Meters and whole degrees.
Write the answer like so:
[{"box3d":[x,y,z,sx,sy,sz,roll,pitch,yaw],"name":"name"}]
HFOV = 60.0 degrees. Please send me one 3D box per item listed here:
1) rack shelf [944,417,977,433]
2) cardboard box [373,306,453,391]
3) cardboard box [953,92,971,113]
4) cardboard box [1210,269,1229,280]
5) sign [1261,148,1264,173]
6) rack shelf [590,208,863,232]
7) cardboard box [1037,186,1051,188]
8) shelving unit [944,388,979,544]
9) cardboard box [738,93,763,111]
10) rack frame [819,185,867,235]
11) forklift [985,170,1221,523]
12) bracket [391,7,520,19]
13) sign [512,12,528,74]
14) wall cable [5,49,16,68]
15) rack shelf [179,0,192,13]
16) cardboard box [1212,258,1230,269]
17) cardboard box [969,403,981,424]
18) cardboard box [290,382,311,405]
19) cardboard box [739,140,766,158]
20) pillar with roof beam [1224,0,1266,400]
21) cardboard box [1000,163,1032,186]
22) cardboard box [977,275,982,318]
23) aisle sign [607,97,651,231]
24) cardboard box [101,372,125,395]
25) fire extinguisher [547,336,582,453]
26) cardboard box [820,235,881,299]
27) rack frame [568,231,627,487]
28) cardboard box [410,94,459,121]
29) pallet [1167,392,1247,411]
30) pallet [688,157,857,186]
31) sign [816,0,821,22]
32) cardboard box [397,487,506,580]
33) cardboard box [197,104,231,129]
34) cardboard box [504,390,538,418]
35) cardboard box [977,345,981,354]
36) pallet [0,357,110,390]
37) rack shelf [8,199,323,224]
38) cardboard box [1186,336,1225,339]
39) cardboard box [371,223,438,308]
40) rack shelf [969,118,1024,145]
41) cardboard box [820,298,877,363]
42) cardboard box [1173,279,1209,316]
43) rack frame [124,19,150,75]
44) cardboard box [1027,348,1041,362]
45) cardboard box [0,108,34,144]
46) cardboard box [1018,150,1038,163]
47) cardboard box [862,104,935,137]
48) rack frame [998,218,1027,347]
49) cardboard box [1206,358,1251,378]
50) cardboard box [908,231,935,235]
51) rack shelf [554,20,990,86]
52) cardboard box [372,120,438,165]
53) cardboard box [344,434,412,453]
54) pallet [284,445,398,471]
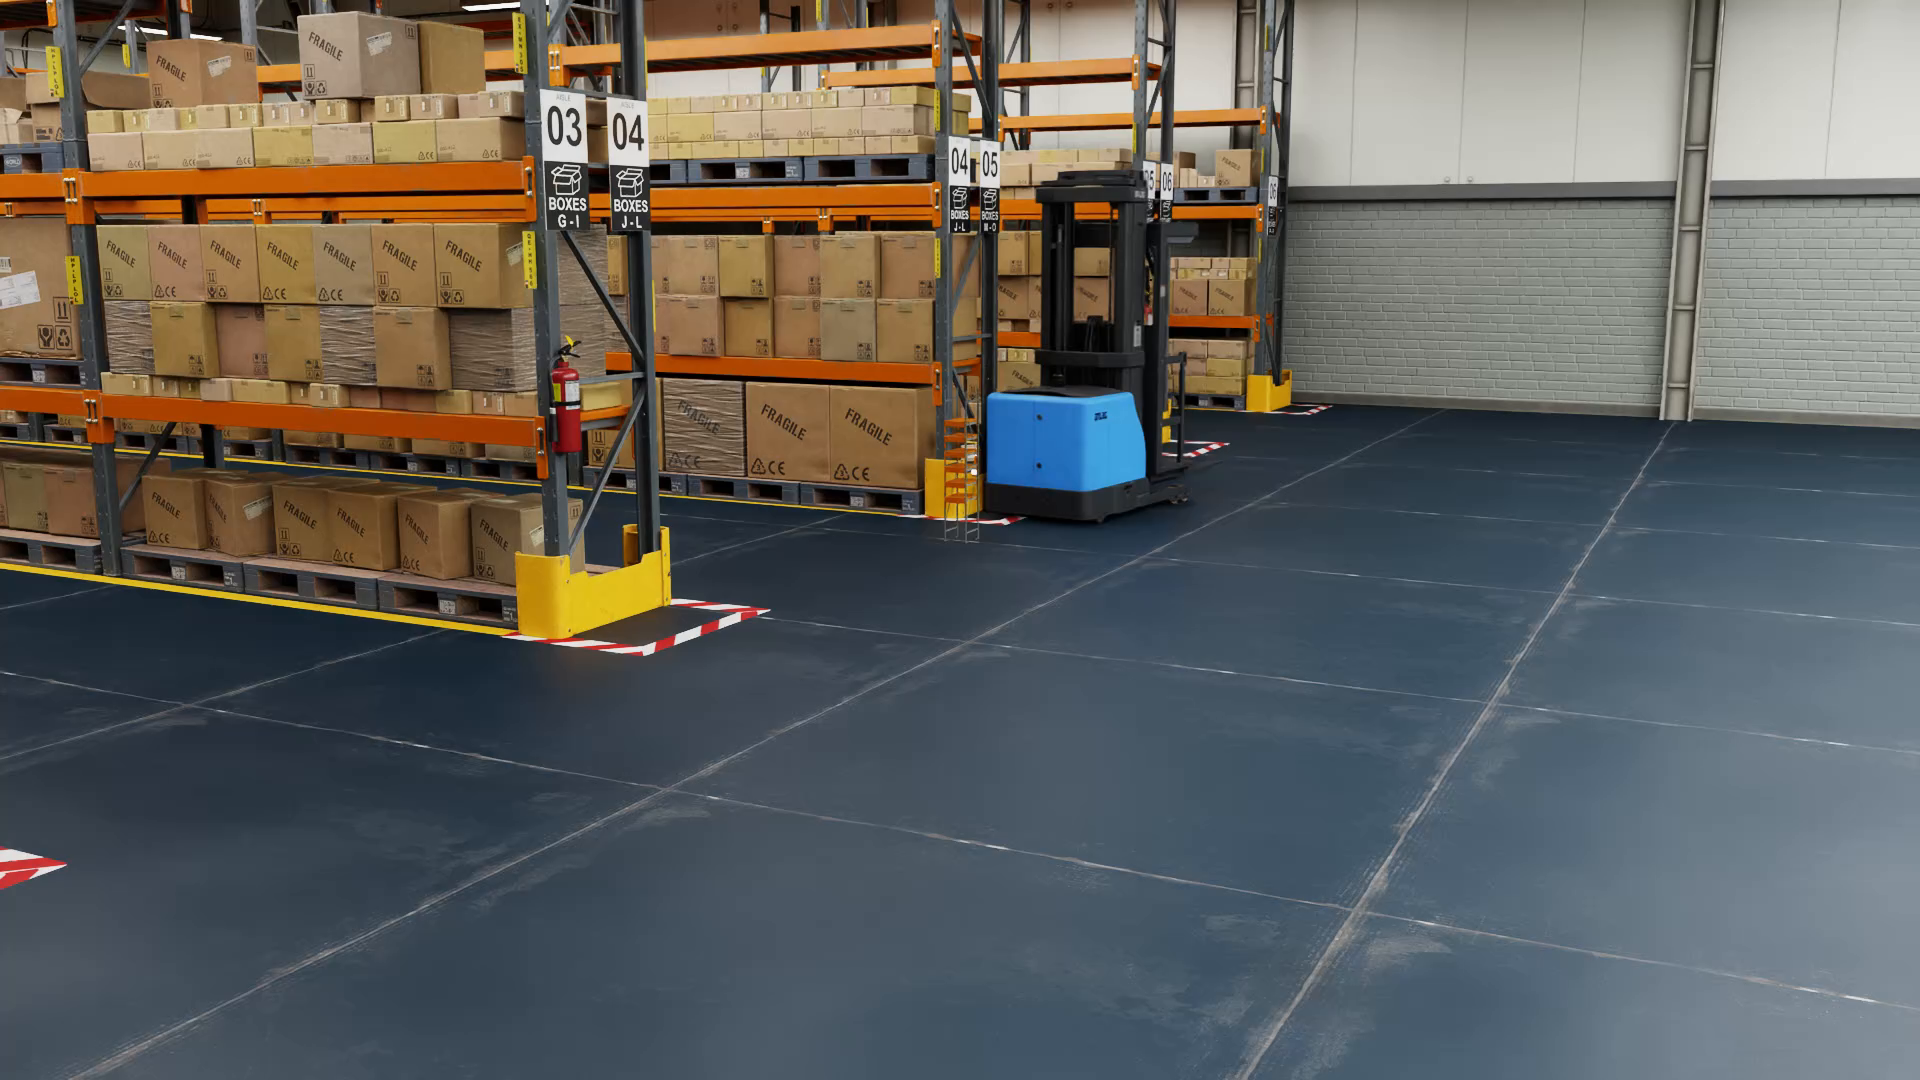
[{"box3d":[0.013,-0.900,13.061,0.180,0.103,0.258,5,11,26],"name":"rack shelf"},{"box3d":[-3.202,-1.242,10.553,0.500,0.500,0.875,5,11,26],"name":"cardboard box"},{"box3d":[-0.093,-3.840,14.610,0.250,0.149,0.380,5,11,26],"name":"cardboard box"},{"box3d":[3.681,-3.720,23.262,0.250,0.149,0.380,5,12,27],"name":"cardboard box"},{"box3d":[4.106,-5.141,22.528,0.005,0.325,0.100,5,11,26],"name":"sign"},{"box3d":[-3.215,-4.156,21.367,4.000,0.370,1.077,5,11,26],"name":"rack shelf"},{"box3d":[1.063,-3.968,19.016,0.250,0.149,0.380,5,11,26],"name":"cardboard box"},{"box3d":[0.013,-0.589,13.117,0.189,1.200,0.258,5,11,26],"name":"shelving unit"},{"box3d":[-1.754,-3.856,14.695,0.250,0.149,0.380,5,11,26],"name":"cardboard box"},{"box3d":[-1.422,-2.876,20.699,0.127,3.000,1.000,5,11,26],"name":"rack frame"},{"box3d":[1.441,-1.801,14.952,1.130,2.935,3.031,7,12,33],"name":"forklift"},{"box3d":[-9.469,-9.401,29.797,4.783,0.066,0.076,5,11,26],"name":"bracket"},{"box3d":[-2.483,-2.803,9.386,0.005,0.325,0.100,5,11,26],"name":"sign"},{"box3d":[-17.074,-7.297,28.280,0.029,3.000,2.355,5,11,26],"name":"wall cable"},{"box3d":[-4.013,-3.732,10.613,4.000,0.370,1.077,5,11,26],"name":"rack shelf"},{"box3d":[3.709,-3.878,23.296,0.250,0.149,0.380,5,11,26],"name":"cardboard box"},{"box3d":[0.388,-1.518,19.735,0.500,0.250,0.500,5,11,24],"name":"cardboard box"},{"box3d":[-4.152,-0.976,10.907,0.250,0.149,0.380,5,11,26],"name":"cardboard box"},{"box3d":[-1.750,-3.463,14.765,0.250,0.149,0.380,5,11,27],"name":"cardboard box"},{"box3d":[2.228,-5.817,20.105,0.400,9.000,9.100,5,11,26],"name":"pillar with roof beam"},{"box3d":[0.669,-4.187,19.104,0.500,0.250,0.500,5,12,27],"name":"cardboard box"},{"box3d":[0.216,-2.878,19.596,0.500,0.500,0.500,5,11,26],"name":"cardboard box"},{"box3d":[-2.031,-2.300,10.219,0.004,0.787,0.394,5,11,26],"name":"aisle sign"},{"box3d":[-5.747,-1.105,11.618,0.250,0.149,0.380,5,11,26],"name":"cardboard box"},{"box3d":[-2.321,-0.858,9.763,0.183,0.674,0.296,5,11,26],"name":"fire extinguisher"},{"box3d":[-0.784,-2.432,14.790,0.550,0.550,0.875,5,11,26],"name":"cardboard box"},{"box3d":[-3.522,-2.078,16.287,0.127,3.000,1.000,5,11,26],"name":"rack frame"},{"box3d":[-3.082,-2.592,10.008,0.250,0.149,0.380,4,11,23],"name":"cardboard box"},{"box3d":[3.654,-2.035,23.884,1.213,0.211,1.003,5,11,26],"name":"pallet"},{"box3d":[-1.702,-3.348,15.130,1.213,0.211,1.003,5,11,26],"name":"pallet"},{"box3d":[-1.662,-6.277,19.575,0.005,0.325,0.100,5,11,26],"name":"sign"},{"box3d":[-3.323,-0.048,10.915,0.500,0.500,0.500,9,14,41],"name":"cardboard box"},{"box3d":[-4.710,-2.735,10.797,0.250,0.149,0.380,5,11,25],"name":"cardboard box"},{"box3d":[-2.567,-0.844,10.177,0.250,0.149,0.380,5,11,26],"name":"cardboard box"},{"box3d":[0.298,-2.747,25.472,0.625,0.625,0.875,6,12,28],"name":"cardboard box"},{"box3d":[-6.428,-1.282,12.432,1.213,0.211,1.003,5,11,26],"name":"pallet"},{"box3d":[-8.902,-3.672,18.696,4.000,0.370,1.077,5,11,26],"name":"rack shelf"},{"box3d":[3.561,-2.807,24.049,0.500,0.250,0.500,5,11,26],"name":"cardboard box"},{"box3d":[-3.273,-1.708,10.322,0.500,0.500,0.500,5,11,26],"name":"cardboard box"},{"box3d":[-1.023,-6.228,25.517,4.000,0.370,1.077,5,11,26],"name":"rack shelf"},{"box3d":[-0.790,-1.898,14.874,0.550,0.550,0.875,5,11,26],"name":"cardboard box"},{"box3d":[3.339,-3.442,23.547,0.500,0.500,0.500,5,12,28],"name":"cardboard box"},{"box3d":[-12.183,-6.774,25.390,0.127,3.000,1.000,5,11,26],"name":"rack frame"},{"box3d":[0.972,-2.142,19.260,0.250,0.149,0.380,5,12,27],"name":"cardboard box"},{"box3d":[-6.694,-2.968,11.983,0.258,0.266,0.396,5,12,28],"name":"cardboard box"},{"box3d":[0.859,-4.377,19.038,0.250,0.149,0.380,5,11,26],"name":"cardboard box"},{"box3d":[-0.497,-3.561,14.185,0.500,0.250,0.500,5,11,27],"name":"cardboard box"},{"box3d":[0.771,-3.669,25.081,0.127,3.000,1.000,5,11,26],"name":"rack frame"},{"box3d":[3.783,-2.442,23.438,0.500,0.250,0.500,5,11,25],"name":"cardboard box"},{"box3d":[-0.237,-3.407,19.708,0.500,0.500,0.700,5,11,25],"name":"cardboard box"},{"box3d":[-1.728,-4.321,14.982,4.000,0.370,1.077,5,11,26],"name":"rack shelf"},{"box3d":[-3.213,-2.417,10.159,0.500,0.250,0.500,5,11,26],"name":"cardboard box"},{"box3d":[-5.817,-1.362,17.469,0.750,0.750,1.050,5,11,27],"name":"cardboard box"},{"box3d":[-6.435,-0.947,17.867,1.213,0.211,1.003,5,11,26],"name":"pallet"}]
